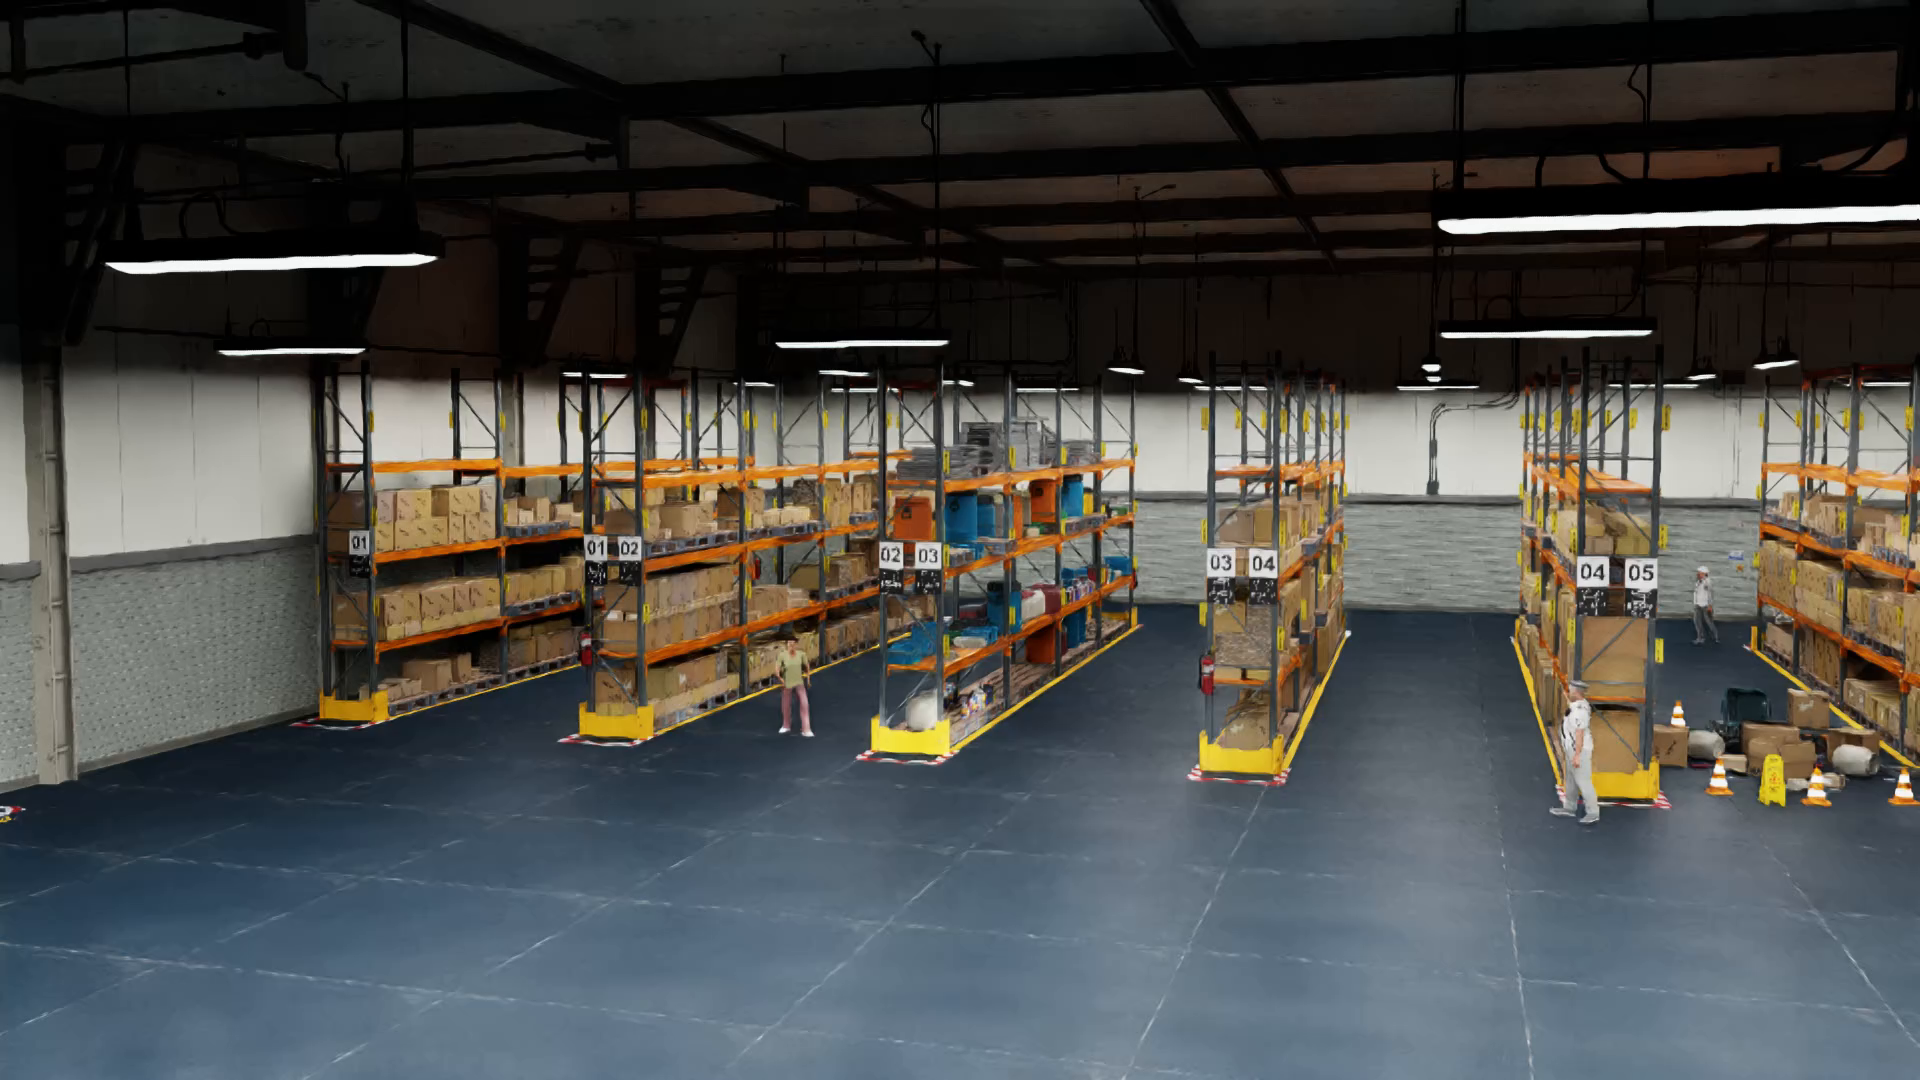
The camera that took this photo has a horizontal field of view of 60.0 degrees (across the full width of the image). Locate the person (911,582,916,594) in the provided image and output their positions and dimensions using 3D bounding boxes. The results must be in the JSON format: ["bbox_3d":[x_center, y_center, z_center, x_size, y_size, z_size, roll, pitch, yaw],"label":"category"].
[{"bbox_3d":[-1.054,1.036,43.340,0.579,1.753,0.609,-3,5,-38],"label":"person"}]

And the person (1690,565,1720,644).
[{"bbox_3d":[16.811,1.455,37.447,0.538,1.767,0.630,-1,4,-10],"label":"person"}]

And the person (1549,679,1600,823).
[{"bbox_3d":[7.751,2.625,20.925,0.597,1.745,0.743,1,4,19],"label":"person"}]

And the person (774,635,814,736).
[{"bbox_3d":[-2.637,2.303,26.426,0.620,1.610,0.789,0,4,-4],"label":"person"}]

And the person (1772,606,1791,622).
[{"bbox_3d":[19.957,1.239,40.366,0.573,1.774,0.568,-3,5,-38],"label":"person"}]
